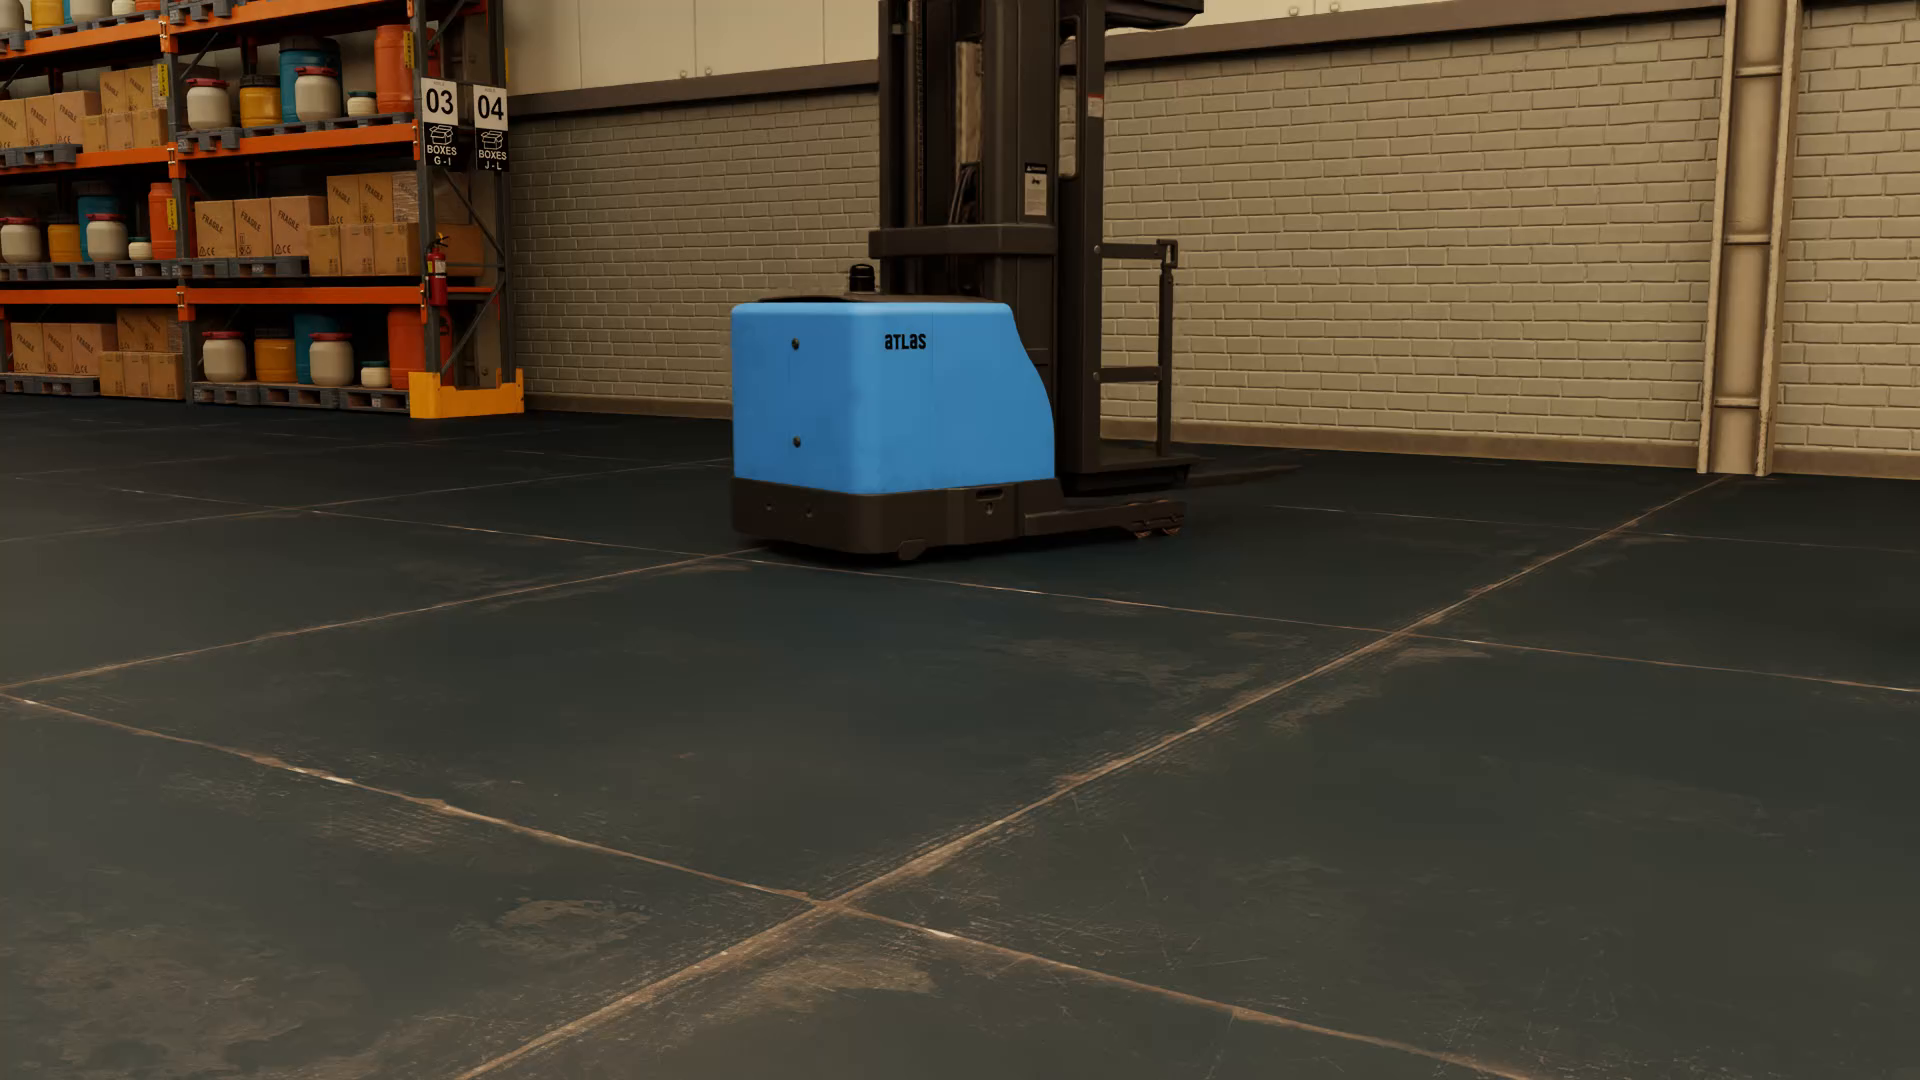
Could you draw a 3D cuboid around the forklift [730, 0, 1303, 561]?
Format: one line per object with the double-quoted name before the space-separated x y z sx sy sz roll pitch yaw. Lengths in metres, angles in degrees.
"forklift" 0.428 -1.510 7.812 3.031 2.935 1.130 -7 11 -40
